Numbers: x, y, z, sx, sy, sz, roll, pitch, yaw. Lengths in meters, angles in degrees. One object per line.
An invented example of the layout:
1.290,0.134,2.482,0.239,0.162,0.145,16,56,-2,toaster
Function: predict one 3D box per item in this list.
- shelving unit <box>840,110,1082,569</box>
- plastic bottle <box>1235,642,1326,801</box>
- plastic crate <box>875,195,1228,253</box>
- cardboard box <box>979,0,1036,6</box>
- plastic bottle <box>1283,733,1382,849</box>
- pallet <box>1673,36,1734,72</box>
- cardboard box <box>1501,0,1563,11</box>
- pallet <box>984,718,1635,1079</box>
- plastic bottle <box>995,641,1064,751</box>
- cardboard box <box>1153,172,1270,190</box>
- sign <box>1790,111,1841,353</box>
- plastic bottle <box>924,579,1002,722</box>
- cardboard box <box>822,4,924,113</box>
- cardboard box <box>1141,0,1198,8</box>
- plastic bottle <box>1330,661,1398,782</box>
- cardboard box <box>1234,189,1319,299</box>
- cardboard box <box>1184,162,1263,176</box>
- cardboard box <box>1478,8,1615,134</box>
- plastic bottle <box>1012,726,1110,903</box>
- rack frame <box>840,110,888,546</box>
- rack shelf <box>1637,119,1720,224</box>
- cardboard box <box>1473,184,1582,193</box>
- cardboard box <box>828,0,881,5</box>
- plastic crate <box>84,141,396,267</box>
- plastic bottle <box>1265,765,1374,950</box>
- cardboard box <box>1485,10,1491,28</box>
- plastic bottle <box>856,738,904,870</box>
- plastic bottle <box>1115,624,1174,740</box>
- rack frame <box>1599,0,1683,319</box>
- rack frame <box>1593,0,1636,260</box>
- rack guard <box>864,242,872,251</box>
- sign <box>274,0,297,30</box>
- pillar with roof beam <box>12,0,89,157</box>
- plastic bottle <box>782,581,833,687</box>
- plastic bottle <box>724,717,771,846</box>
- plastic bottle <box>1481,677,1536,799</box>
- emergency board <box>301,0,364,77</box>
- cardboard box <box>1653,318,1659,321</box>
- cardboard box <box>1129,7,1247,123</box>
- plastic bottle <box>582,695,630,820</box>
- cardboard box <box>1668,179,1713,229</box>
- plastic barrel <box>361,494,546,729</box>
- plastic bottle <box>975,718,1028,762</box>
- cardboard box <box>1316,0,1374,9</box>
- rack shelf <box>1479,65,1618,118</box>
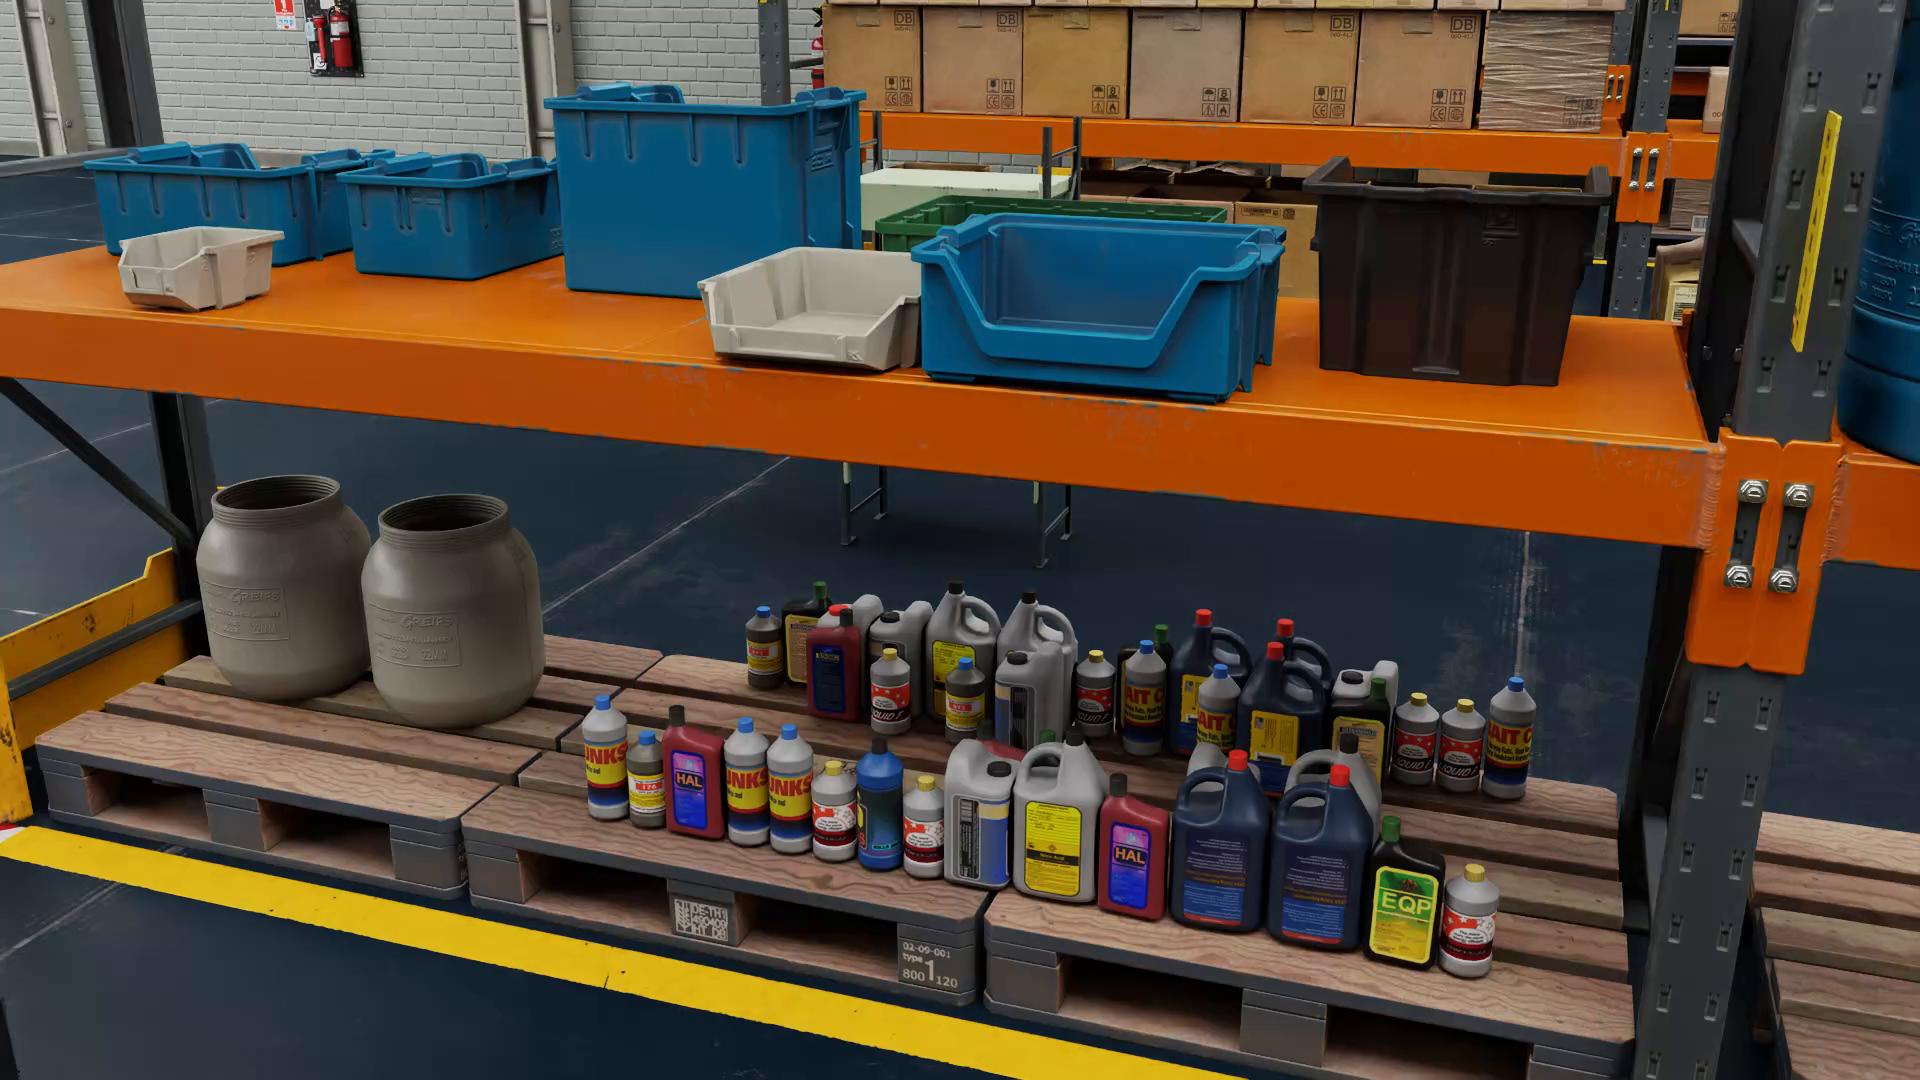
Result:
-0.006,-0.709,5.831,0.755,1.500,0.431,7,20,18,shelving unit
0.720,0.400,3.727,0.185,0.351,0.144,7,20,18,plastic bottle
0.204,-0.606,3.579,0.662,0.188,0.450,7,20,18,plastic crate
0.267,-2.605,7.854,0.250,0.149,0.380,6,20,17,cardboard box
0.738,0.547,3.307,0.185,0.351,0.144,7,20,18,plastic bottle
5.319,-3.334,11.374,1.213,0.211,1.003,7,20,18,pallet
2.462,-2.355,7.137,0.250,0.149,0.380,6,20,17,cardboard box
0.773,0.760,3.576,1.213,0.211,1.003,7,20,18,pallet
0.162,0.373,3.918,0.135,0.276,0.152,7,20,18,plastic bottle
1.269,-1.574,8.435,0.500,0.500,0.500,7,20,18,cardboard box
1.202,-0.432,2.339,0.005,0.325,0.100,7,20,18,sign
0.011,0.269,4.104,0.185,0.351,0.144,7,21,20,plastic bottle
-0.319,-2.436,8.356,0.500,0.500,0.700,7,20,18,cardboard box
0.996,-2.521,7.615,0.250,0.149,0.380,7,20,19,cardboard box
0.922,0.410,3.813,0.135,0.276,0.152,7,21,20,plastic bottle
1.570,-1.358,7.815,0.500,0.500,0.500,7,20,18,cardboard box
2.029,-2.758,12.847,0.500,0.311,0.500,8,21,23,cardboard box
2.601,-2.104,7.405,0.500,0.500,0.700,6,20,17,cardboard box
0.204,0.536,3.338,0.185,0.351,0.144,6,20,18,plastic bottle
-0.352,-0.748,5.945,0.023,1.500,0.400,7,20,18,rack frame
4.912,-1.456,6.788,4.000,0.370,1.077,7,20,18,rack shelf
2.687,-1.413,7.972,0.500,0.500,0.500,7,20,18,cardboard box
-0.456,-2.688,8.092,0.250,0.149,0.380,6,20,18,cardboard box
-1.814,-0.872,4.248,0.616,0.251,0.499,7,20,18,plastic crate
0.690,0.592,3.178,0.185,0.351,0.144,6,20,17,plastic bottle
3.623,-3.852,11.627,0.500,0.500,0.500,6,20,18,cardboard box
-0.165,0.539,3.448,0.097,0.271,0.097,0,19,0,plastic bottle
0.446,0.336,4.014,0.133,0.283,0.061,7,21,20,plastic bottle
3.022,-2.011,7.289,0.127,3.000,1.000,7,20,18,rack frame
4.644,-3.552,11.709,0.127,3.000,1.000,7,20,18,rack frame
-0.779,-1.266,8.947,0.348,0.500,1.175,7,20,18,rack guard
-6.667,-5.213,16.420,0.234,0.329,0.001,7,20,18,sign
-10.937,-6.968,12.394,0.400,9.000,9.100,7,20,18,pillar with roof beam
-0.390,0.240,4.288,0.133,0.283,0.061,7,20,19,plastic bottle
-0.451,0.507,3.542,0.097,0.271,0.097,0,19,0,plastic bottle
1.236,0.438,3.738,0.097,0.271,0.097,0,19,0,plastic bottle
-6.179,-5.104,16.162,0.643,1.169,0.194,7,20,18,emergency board
3.322,-0.791,7.327,0.500,0.250,0.500,6,20,17,cardboard box
1.144,-2.270,7.879,0.500,0.500,0.700,7,20,20,cardboard box
-0.775,0.470,3.648,0.097,0.271,0.097,0,19,0,plastic bottle
5.345,-2.505,11.835,0.500,0.500,0.700,7,20,20,cardboard box
-1.265,0.174,4.161,0.421,0.512,0.421,0,19,0,plastic barrel
0.086,0.516,3.498,0.133,0.283,0.061,7,20,18,plastic bottle
1.735,-2.438,7.376,0.250,0.149,0.380,6,20,18,cardboard box
2.755,-3.428,12.447,4.000,0.370,1.077,7,20,18,rack shelf
